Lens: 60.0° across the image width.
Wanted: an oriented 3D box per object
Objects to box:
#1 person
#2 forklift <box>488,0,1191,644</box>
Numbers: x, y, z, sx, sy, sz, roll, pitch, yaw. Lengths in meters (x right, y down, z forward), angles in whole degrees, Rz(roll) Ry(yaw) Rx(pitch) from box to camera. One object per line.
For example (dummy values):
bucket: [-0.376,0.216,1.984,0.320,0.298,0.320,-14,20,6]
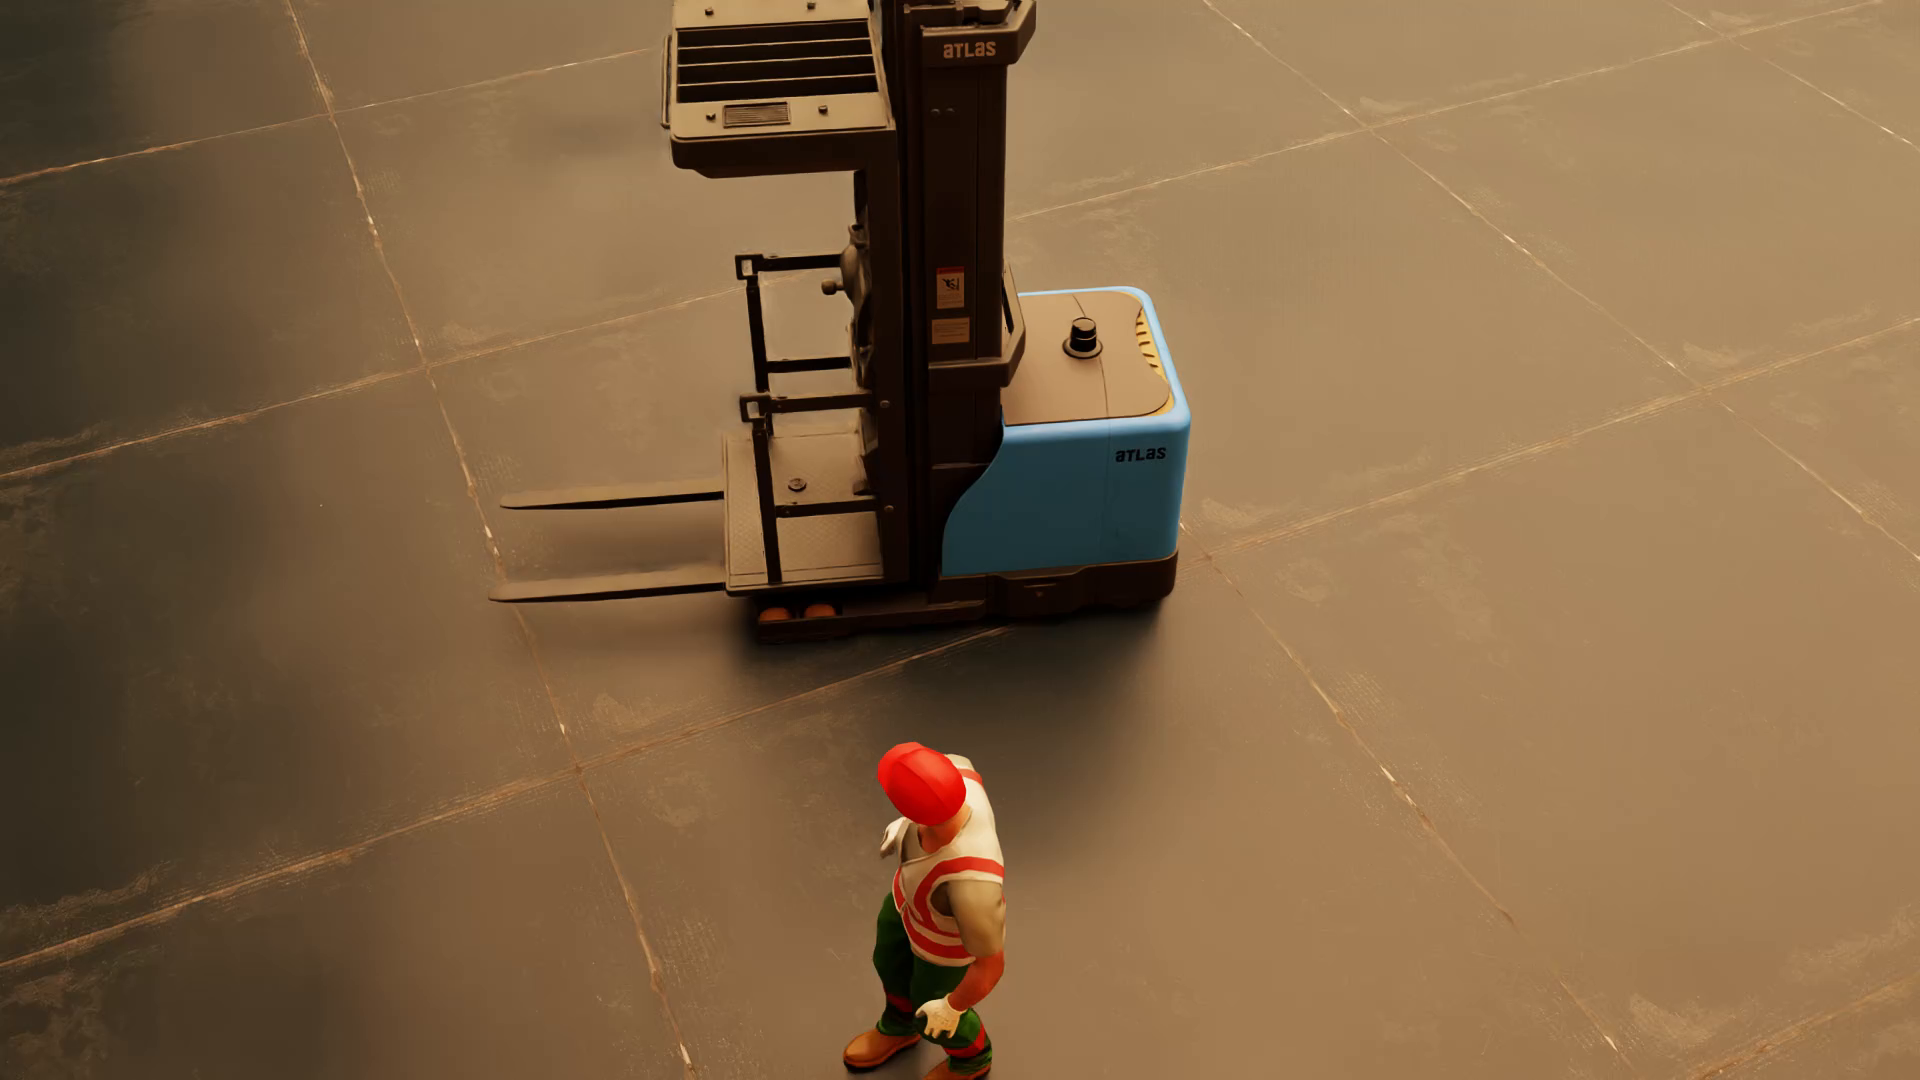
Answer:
person: [-0.123,1.224,5.225,0.510,1.765,0.763,-15,45,-15]
forklift: [-0.587,-0.997,6.748,3.031,2.935,1.130,-5,43,-5]
